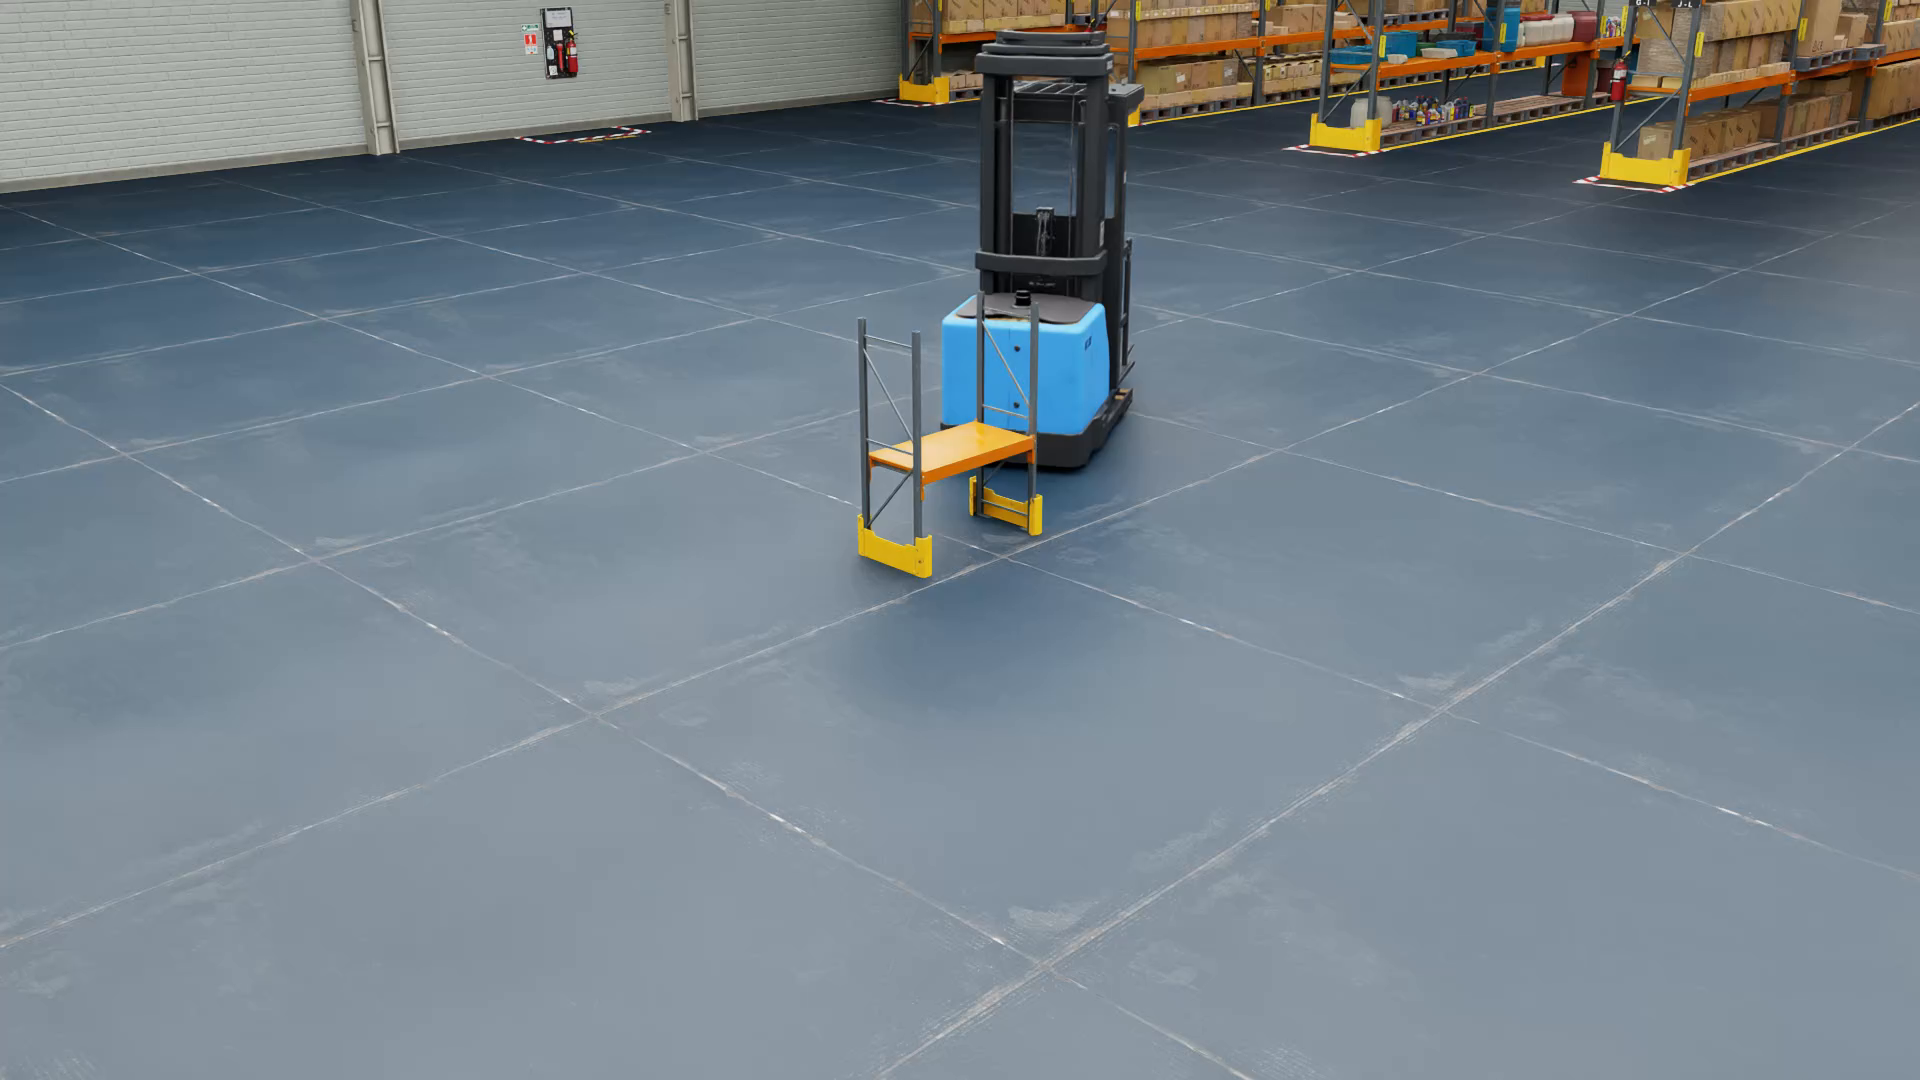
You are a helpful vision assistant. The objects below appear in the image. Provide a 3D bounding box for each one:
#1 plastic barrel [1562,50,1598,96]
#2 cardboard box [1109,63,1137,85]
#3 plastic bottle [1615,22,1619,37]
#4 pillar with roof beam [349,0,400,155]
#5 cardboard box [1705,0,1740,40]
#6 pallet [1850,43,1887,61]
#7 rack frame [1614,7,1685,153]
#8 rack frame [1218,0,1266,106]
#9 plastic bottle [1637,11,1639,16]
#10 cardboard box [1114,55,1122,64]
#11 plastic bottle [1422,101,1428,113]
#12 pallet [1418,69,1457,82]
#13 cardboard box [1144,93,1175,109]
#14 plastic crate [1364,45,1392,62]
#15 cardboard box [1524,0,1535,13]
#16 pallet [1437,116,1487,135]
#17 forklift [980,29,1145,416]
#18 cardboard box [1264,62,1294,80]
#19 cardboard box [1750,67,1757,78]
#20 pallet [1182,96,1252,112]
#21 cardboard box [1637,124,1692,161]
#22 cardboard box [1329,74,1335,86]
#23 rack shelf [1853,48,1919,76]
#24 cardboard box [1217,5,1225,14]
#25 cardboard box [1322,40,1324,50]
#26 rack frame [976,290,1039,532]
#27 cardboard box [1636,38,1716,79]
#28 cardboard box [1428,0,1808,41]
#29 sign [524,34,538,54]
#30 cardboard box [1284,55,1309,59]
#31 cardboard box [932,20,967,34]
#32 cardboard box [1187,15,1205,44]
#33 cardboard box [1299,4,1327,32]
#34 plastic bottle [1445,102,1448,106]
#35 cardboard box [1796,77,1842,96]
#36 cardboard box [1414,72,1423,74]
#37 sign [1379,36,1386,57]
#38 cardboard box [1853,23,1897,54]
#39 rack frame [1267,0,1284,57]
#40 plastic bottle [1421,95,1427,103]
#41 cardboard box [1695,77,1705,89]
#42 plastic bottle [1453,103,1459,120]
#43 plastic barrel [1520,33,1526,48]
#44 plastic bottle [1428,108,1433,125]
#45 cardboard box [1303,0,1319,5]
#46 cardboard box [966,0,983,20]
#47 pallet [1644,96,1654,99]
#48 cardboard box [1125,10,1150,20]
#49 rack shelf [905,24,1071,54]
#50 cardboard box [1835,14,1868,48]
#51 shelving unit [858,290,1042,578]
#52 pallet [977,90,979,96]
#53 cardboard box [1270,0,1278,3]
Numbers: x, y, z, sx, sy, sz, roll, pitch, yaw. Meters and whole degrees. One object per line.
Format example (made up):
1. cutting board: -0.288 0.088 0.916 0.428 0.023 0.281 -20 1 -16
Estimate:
1. plastic barrel: 12.224 -9.215 32.809 0.600 0.830 0.708 19 28 41
2. cardboard box: 2.929 -8.561 30.870 0.500 0.500 0.500 19 28 41
3. plastic bottle: 12.877 -10.020 32.626 0.061 0.283 0.133 19 28 41
4. pillar with roof beam: -6.202 -9.360 22.384 9.100 9.000 0.400 19 28 41
5. cardboard box: 10.796 -7.458 23.851 0.500 0.500 0.500 19 28 41
6. pallet: 15.023 -8.363 28.420 1.213 0.211 1.003 19 28 41
7. rack frame: 9.865 -6.605 23.579 0.949 2.616 0.053 19 28 41
8. rack frame: 5.558 -10.115 32.710 1.000 3.000 0.127 19 28 41
9. plastic bottle: 14.179 -10.888 34.789 0.144 0.351 0.185 19 28 41
10. cardboard box: 3.217 -10.852 37.498 0.700 0.500 0.500 20 28 41
11. plastic bottle: 8.229 -7.635 29.447 0.097 0.271 0.097 0 21 0
12. pallet: 10.599 -10.651 37.991 1.003 0.211 1.213 19 28 41
13. cardboard box: 3.647 -8.211 31.003 0.500 0.250 0.500 19 28 41
14. plastic crate: 6.906 -8.146 27.793 0.499 0.251 0.408 19 28 41
15. cardboard box: 13.453 -12.929 39.891 0.500 0.500 0.500 20 28 41
16. pallet: 8.606 -7.410 29.560 1.003 0.211 1.213 19 28 41
17. forklift: 0.758 -2.374 12.667 1.121 2.935 3.031 6 22 15
18. cardboard box: 6.378 -9.460 33.472 0.500 0.311 0.500 19 28 40
19. cardboard box: 11.806 -7.079 25.163 0.380 0.149 0.250 19 28 41
20. pallet: 4.973 -8.619 32.705 1.003 0.211 1.213 19 28 41
21. cardboard box: 10.310 -5.792 24.361 0.500 0.500 0.500 -14 25 -32
22. cardboard box: 7.446 -9.597 34.611 0.500 0.250 0.500 -19 28 -41
23. rack shelf: 16.839 -8.841 30.398 1.077 0.370 4.000 19 28 41
24. cardboard box: 4.811 -10.080 31.575 0.380 0.149 0.250 19 28 40
25. cardboard box: 9.261 -13.004 43.126 0.700 0.500 0.500 18 27 39
26. rack frame: 0.295 -0.809 10.588 0.500 1.500 0.032 19 28 41
27. cardboard box: 10.266 -6.926 23.860 0.875 0.500 0.500 19 28 41
28. cardboard box: 11.637 -10.058 31.718 5.315 0.586 11.963 -15 26 -34
29. sign: -7.312 -8.454 28.339 0.001 0.329 0.234 19 28 41
30. cardboard box: 7.055 -9.989 34.847 0.500 0.311 0.500 18 28 39
31. cardboard box: -0.216 -10.311 33.400 0.500 0.250 0.500 18 28 39
32. cardboard box: 4.181 -9.649 31.357 0.500 0.500 0.700 -19 28 -40
33. cardboard box: 7.190 -10.754 34.234 0.500 0.500 0.500 17 27 38
34. plastic bottle: 8.604 -7.552 29.224 0.152 0.276 0.135 19 28 41
35. cardboard box: 14.635 -7.733 28.338 0.500 0.250 0.500 -16 26 -36
36. cardboard box: 9.946 -10.626 36.911 0.500 0.500 0.500 18 27 39
37. sign: 6.705 -7.836 26.396 0.100 0.325 0.005 19 28 41
38. cardboard box: 15.978 -8.766 29.061 0.500 0.500 0.500 -19 28 -40
39. rack frame: 7.587 -13.410 41.283 1.000 3.000 0.127 19 28 41
40. plastic bottle: 8.244 -7.739 29.608 0.185 0.351 0.144 -19 28 -41
41. cardboard box: 10.421 -6.562 23.816 0.380 0.149 0.250 19 28 41
42. plastic bottle: 8.644 -7.472 29.007 0.133 0.283 0.061 -18 27 -39
43. plastic barrel: 10.138 -9.111 30.292 0.301 0.262 0.301 0 21 0
44. plastic bottle: 8.041 -7.254 28.456 0.097 0.271 0.097 0 21 0
45. cardboard box: 8.490 -13.872 42.066 0.980 0.700 0.700 18 28 39
46. cardboard box: 0.116 -10.787 33.594 0.500 0.500 0.500 19 28 41
47. pallet: 14.117 -9.441 34.843 1.003 0.211 1.213 19 28 41
48. cardboard box: 3.196 -9.483 30.022 0.380 0.149 0.250 19 28 40
49. rack shelf: 0.611 -10.504 34.724 1.077 0.370 4.000 19 28 41
50. cardboard box: 14.778 -8.588 28.013 0.500 0.500 0.700 -15 26 -34
51. shelving unit: -0.053 -0.680 10.255 0.587 1.500 1.083 19 28 41
52. pallet: 0.712 -9.555 35.141 1.003 0.211 1.213 19 28 41
53. cardboard box: 7.446 -13.423 40.735 0.500 0.500 0.500 19 28 40
